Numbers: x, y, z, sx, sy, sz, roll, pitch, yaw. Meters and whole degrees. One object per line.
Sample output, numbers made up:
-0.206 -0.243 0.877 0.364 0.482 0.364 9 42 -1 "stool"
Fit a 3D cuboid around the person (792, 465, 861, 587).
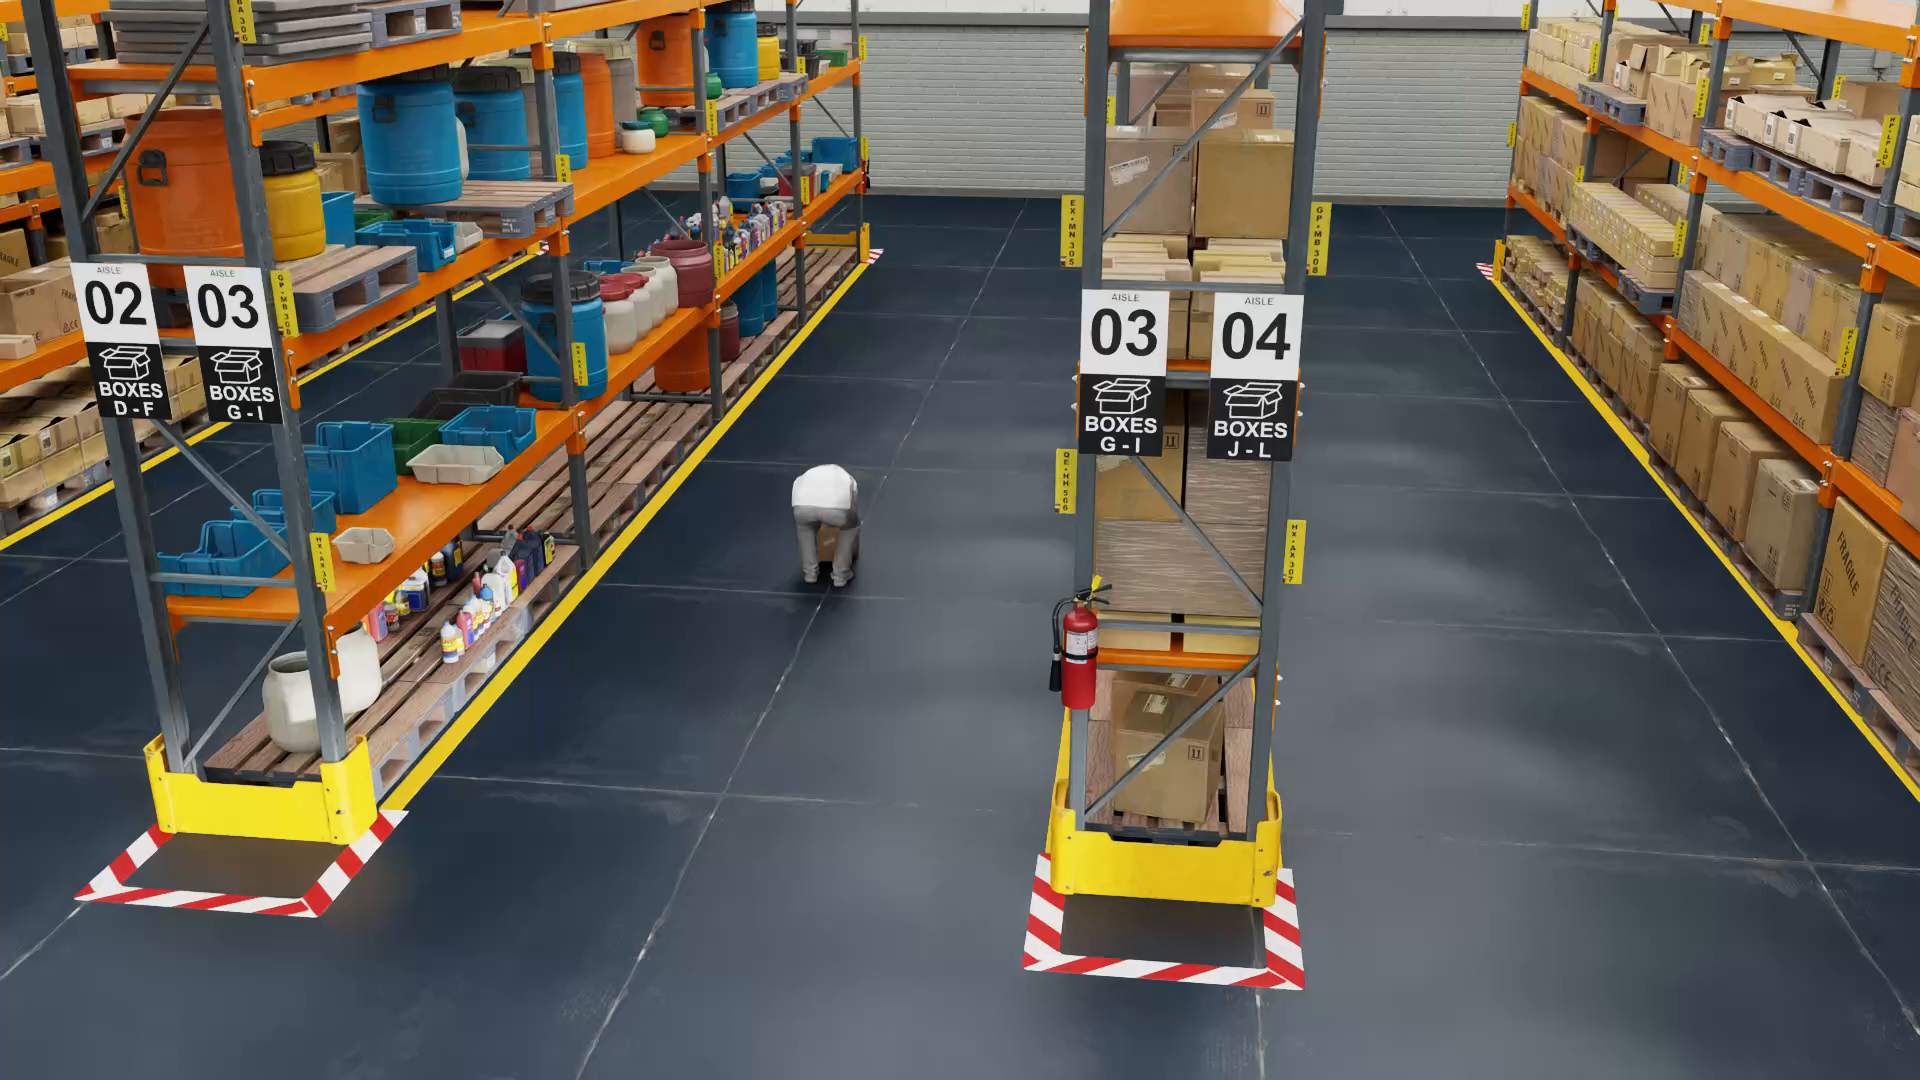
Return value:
-1.011 -0.182 12.735 0.505 0.915 0.999 2 21 4 "person"
